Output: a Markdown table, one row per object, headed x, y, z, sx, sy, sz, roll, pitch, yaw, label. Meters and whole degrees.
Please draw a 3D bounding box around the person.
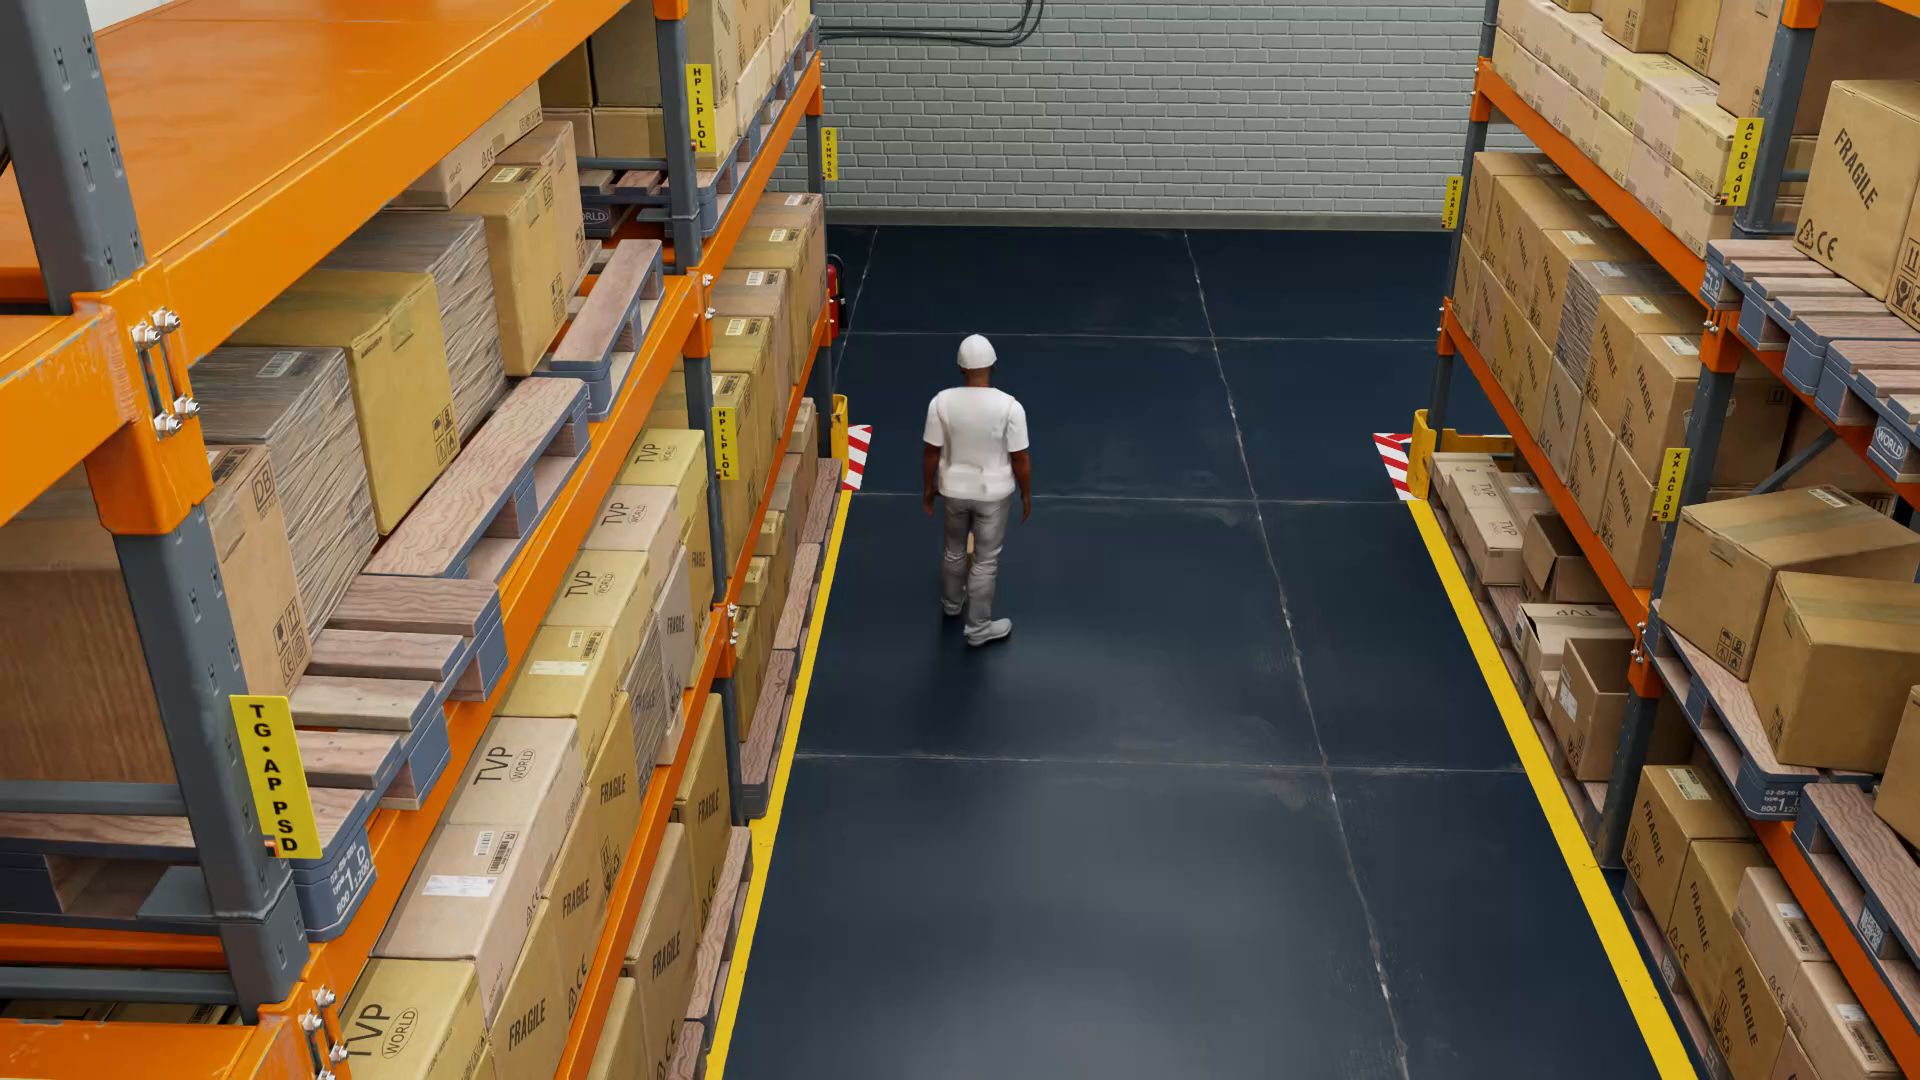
| x | y | z | sx | sy | sz | roll | pitch | yaw | label |
| --- | --- | --- | --- | --- | --- | --- | --- | --- | --- |
| 0.121 | -0.309 | 9.155 | 0.592 | 1.758 | 0.600 | 9 | 29 | 17 | person |
